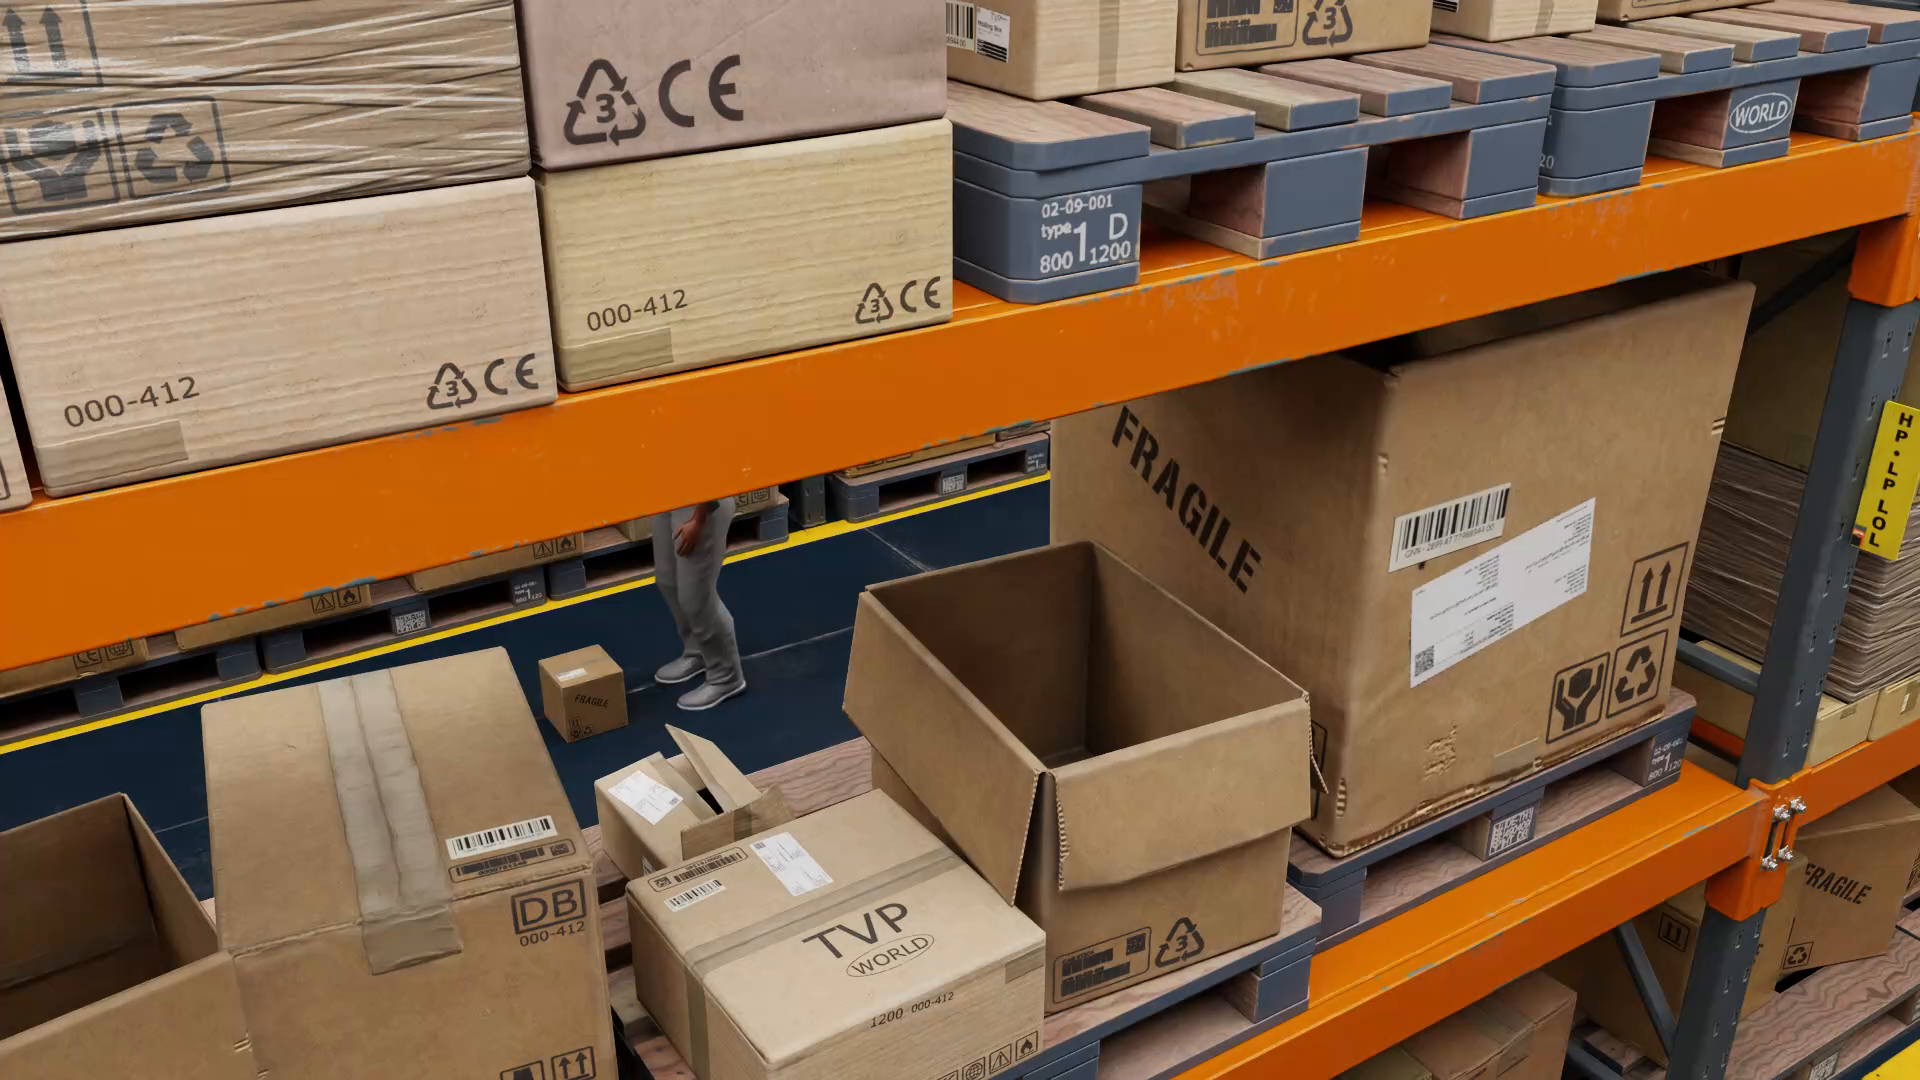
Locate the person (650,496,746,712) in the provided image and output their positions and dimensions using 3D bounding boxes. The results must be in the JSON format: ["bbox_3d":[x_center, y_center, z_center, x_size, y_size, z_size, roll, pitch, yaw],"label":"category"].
[{"bbox_3d":[-1.040,-0.136,6.426,0.351,1.654,0.443,-15,29,-28],"label":"person"}]
